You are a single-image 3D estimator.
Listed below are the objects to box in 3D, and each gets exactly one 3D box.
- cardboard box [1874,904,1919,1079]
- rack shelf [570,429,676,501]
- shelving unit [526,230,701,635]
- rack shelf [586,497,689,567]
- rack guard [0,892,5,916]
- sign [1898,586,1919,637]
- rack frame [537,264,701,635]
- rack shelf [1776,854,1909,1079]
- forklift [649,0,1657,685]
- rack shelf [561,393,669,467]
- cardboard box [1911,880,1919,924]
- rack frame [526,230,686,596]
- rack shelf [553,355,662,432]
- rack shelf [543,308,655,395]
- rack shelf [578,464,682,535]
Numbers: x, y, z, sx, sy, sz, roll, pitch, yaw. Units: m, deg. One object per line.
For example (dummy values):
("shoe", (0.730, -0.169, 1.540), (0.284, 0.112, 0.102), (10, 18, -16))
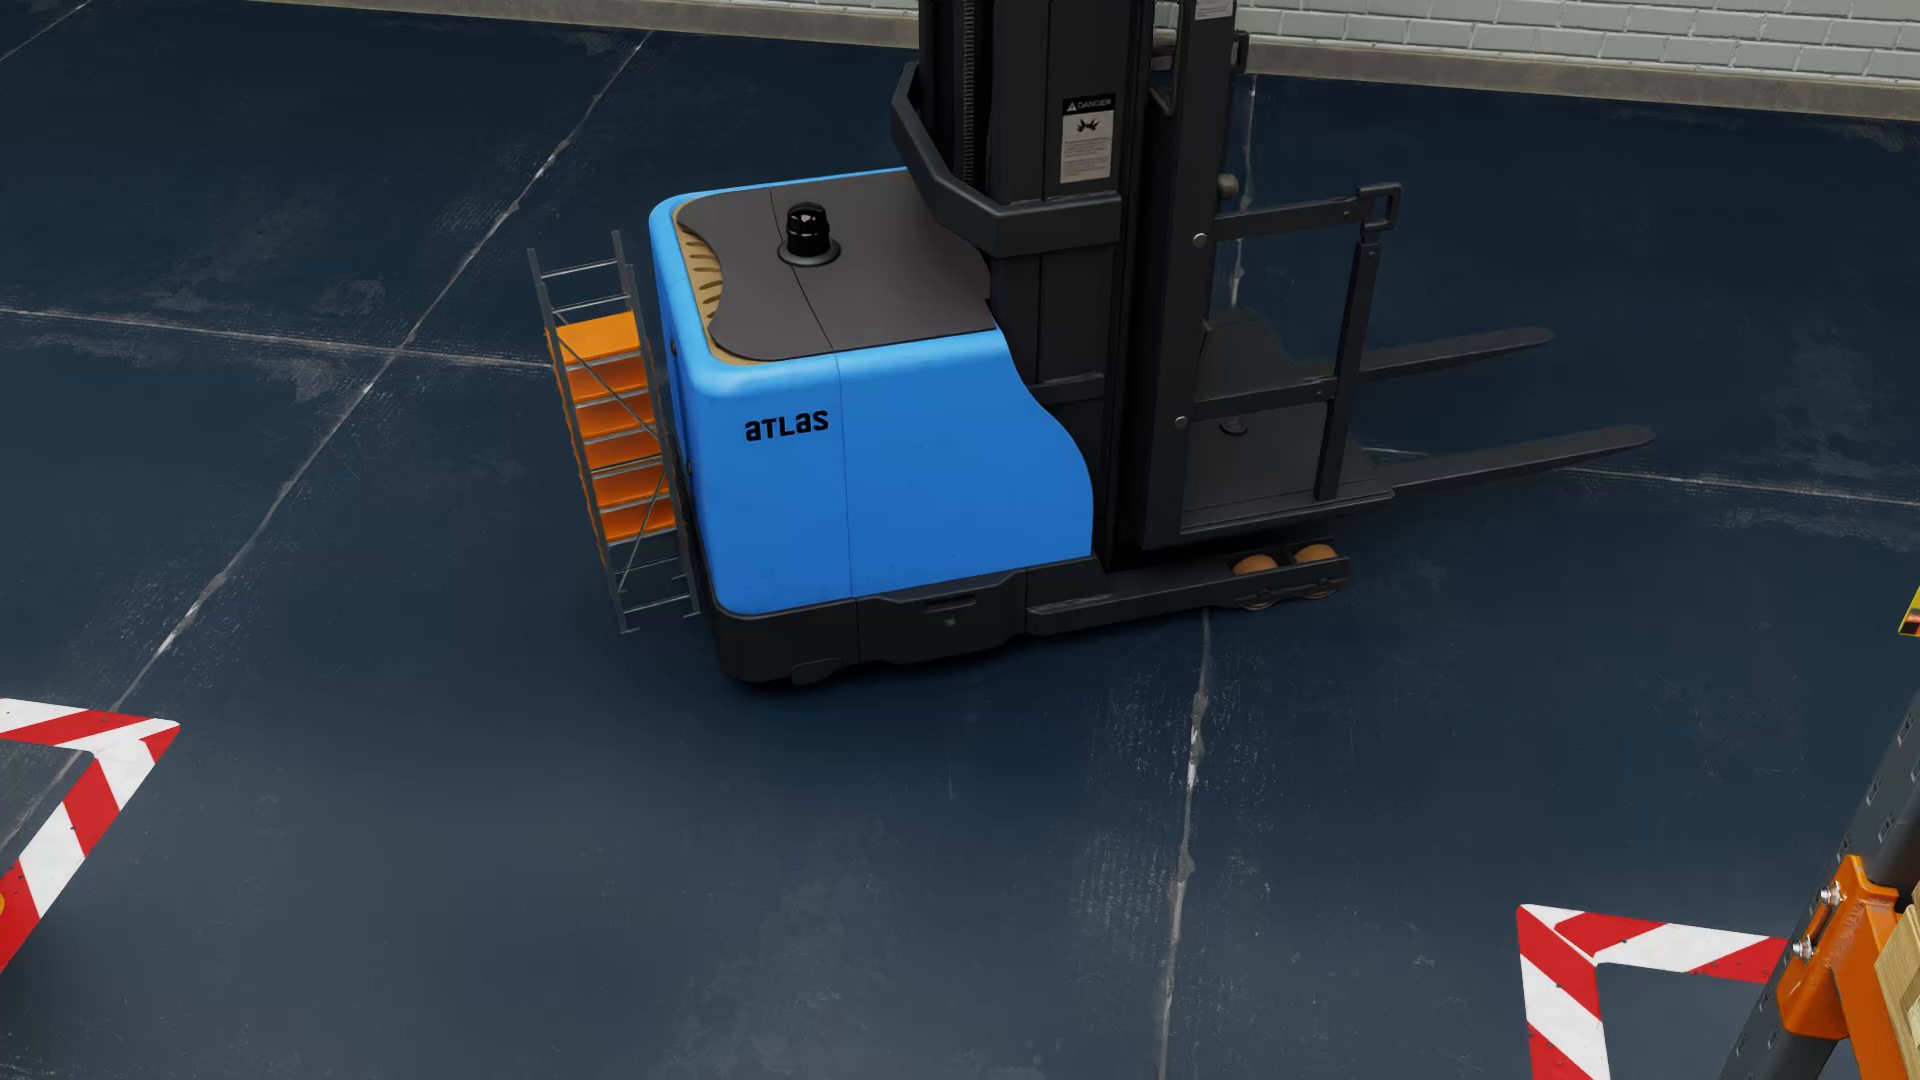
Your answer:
("cardboard box", (1.510, 0.667, 2.286), (0.380, 0.149, 0.250), (6, 40, 7))
("rack shelf", (-0.941, -0.229, 4.646), (0.258, 0.103, 0.180), (-15, 42, -13))
("shelving unit", (-0.943, -0.263, 4.617), (0.258, 1.200, 0.189), (-15, 42, -13))
("rack shelf", (-0.931, -0.047, 4.801), (0.258, 0.103, 0.180), (-15, 42, -13))
("rack guard", (-2.974, 0.741, 3.961), (1.175, 0.500, 0.348), (6, 40, 8))
("sign", (1.355, 0.010, 2.205), (0.100, 0.325, 0.005), (6, 40, 8))
("rack frame", (-0.913, -0.208, 4.551), (0.240, 1.200, 0.006), (-15, 42, -13))
("rack shelf", (1.543, 1.935, 1.120), (1.077, 0.370, 4.000), (6, 40, 8))
("forklift", (0.674, -1.236, 4.444), (3.031, 2.935, 1.130), (-10, 41, -12))
("rack shelf", (-0.947, -0.321, 4.568), (0.258, 0.103, 0.180), (-15, 42, -13))
("cardboard box", (1.539, 0.501, 1.978), (0.500, 0.500, 0.500), (8, 40, 10))
("rack frame", (-0.974, -0.318, 4.684), (0.240, 1.200, 0.006), (-15, 42, -13))
("rack shelf", (-0.952, -0.412, 4.491), (0.258, 0.103, 0.180), (-15, 42, -13))
("rack shelf", (-0.957, -0.503, 4.413), (0.258, 0.103, 0.180), (-15, 42, -13))
("rack shelf", (-0.936, -0.138, 4.724), (0.258, 0.103, 0.180), (-15, 42, -13))
